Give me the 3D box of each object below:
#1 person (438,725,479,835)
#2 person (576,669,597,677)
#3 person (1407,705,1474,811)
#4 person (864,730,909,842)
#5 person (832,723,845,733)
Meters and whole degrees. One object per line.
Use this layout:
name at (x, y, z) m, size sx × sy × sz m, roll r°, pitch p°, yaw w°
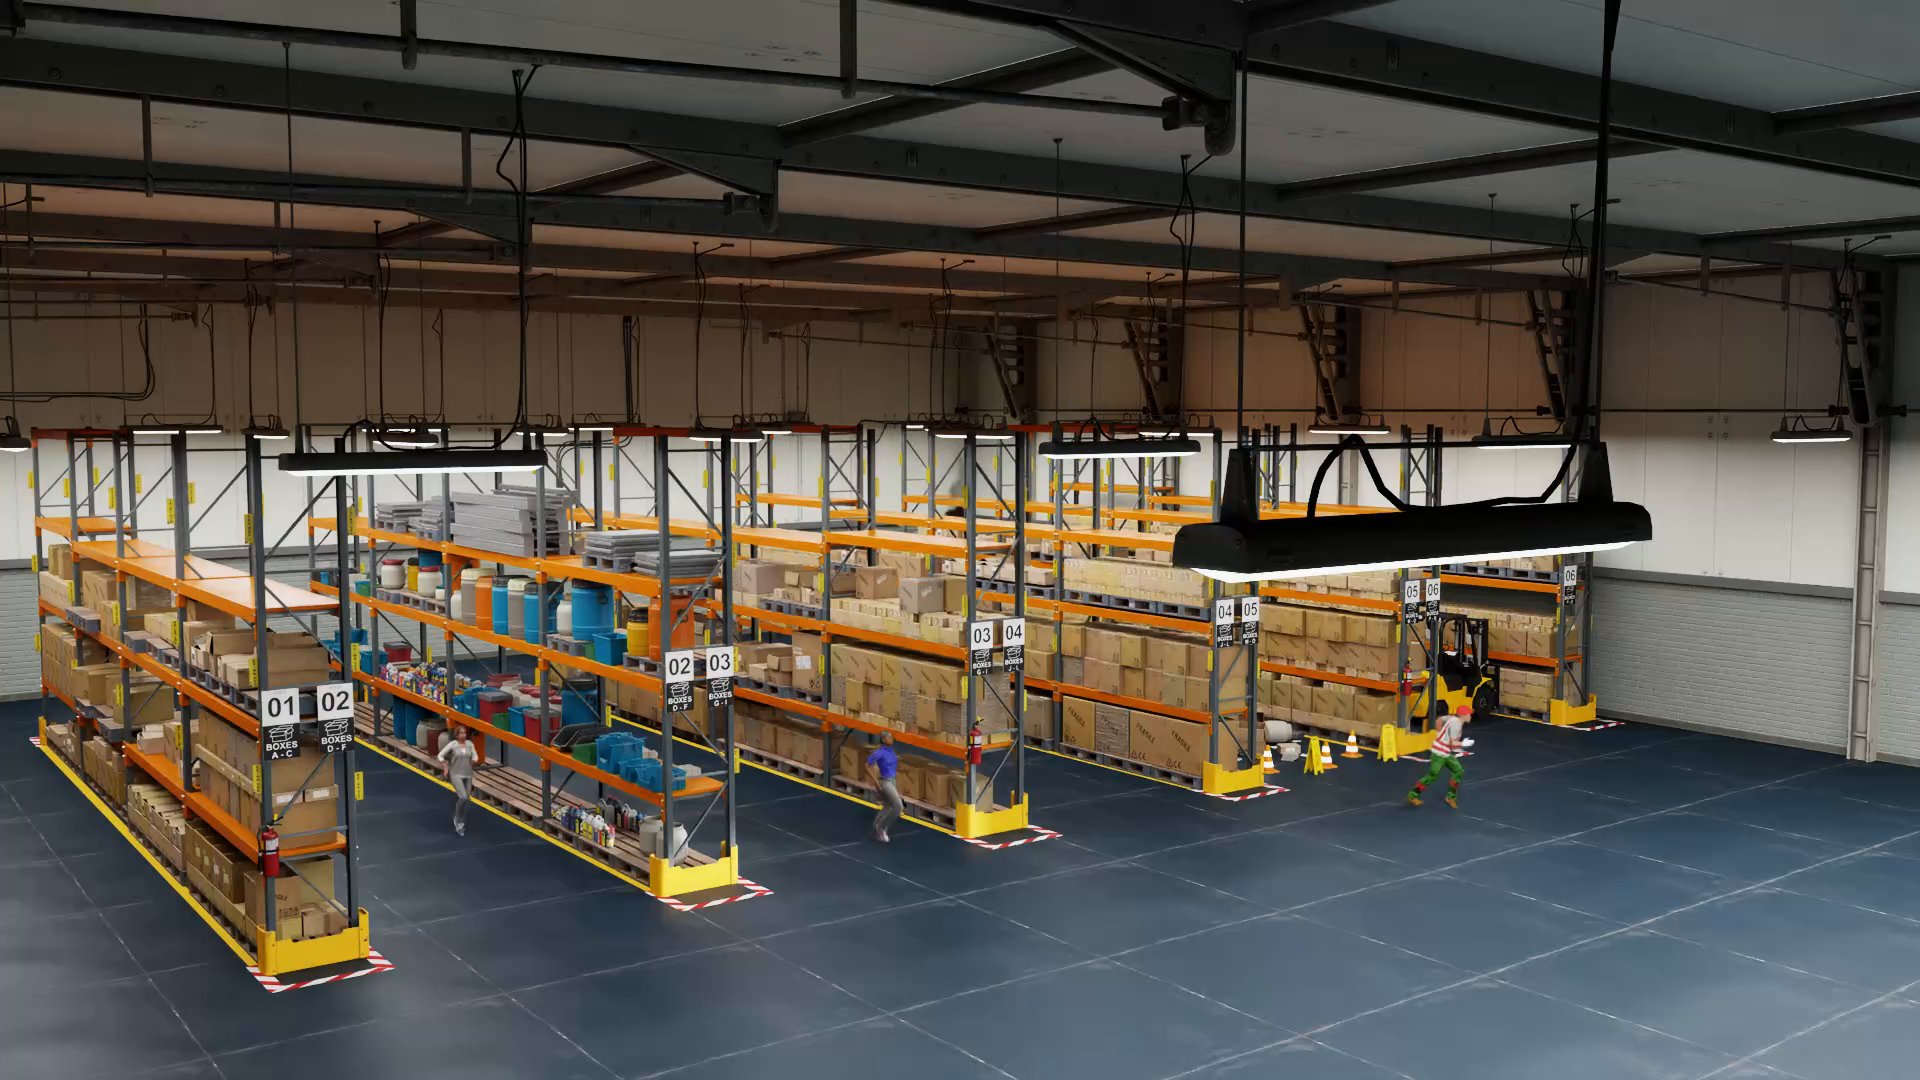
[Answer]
person at (-7.460, 3.580, 24.873) m, size 0.507 × 1.624 × 0.688 m, roll -4°, pitch 6°, yaw -44°
person at (-7.006, 3.015, 31.309) m, size 0.871 × 1.762 × 0.635 m, roll 4°, pitch 6°, yaw 42°
person at (7.612, 3.451, 26.351) m, size 1.013 × 1.717 × 0.706 m, roll 1°, pitch 5°, yaw 13°
person at (-1.039, 3.605, 24.301) m, size 0.645 × 1.620 × 0.552 m, roll 2°, pitch 5°, yaw 20°
person at (-2.301, 3.013, 31.650) m, size 0.654 × 1.712 × 0.820 m, roll -3°, pitch 5°, yaw -32°
